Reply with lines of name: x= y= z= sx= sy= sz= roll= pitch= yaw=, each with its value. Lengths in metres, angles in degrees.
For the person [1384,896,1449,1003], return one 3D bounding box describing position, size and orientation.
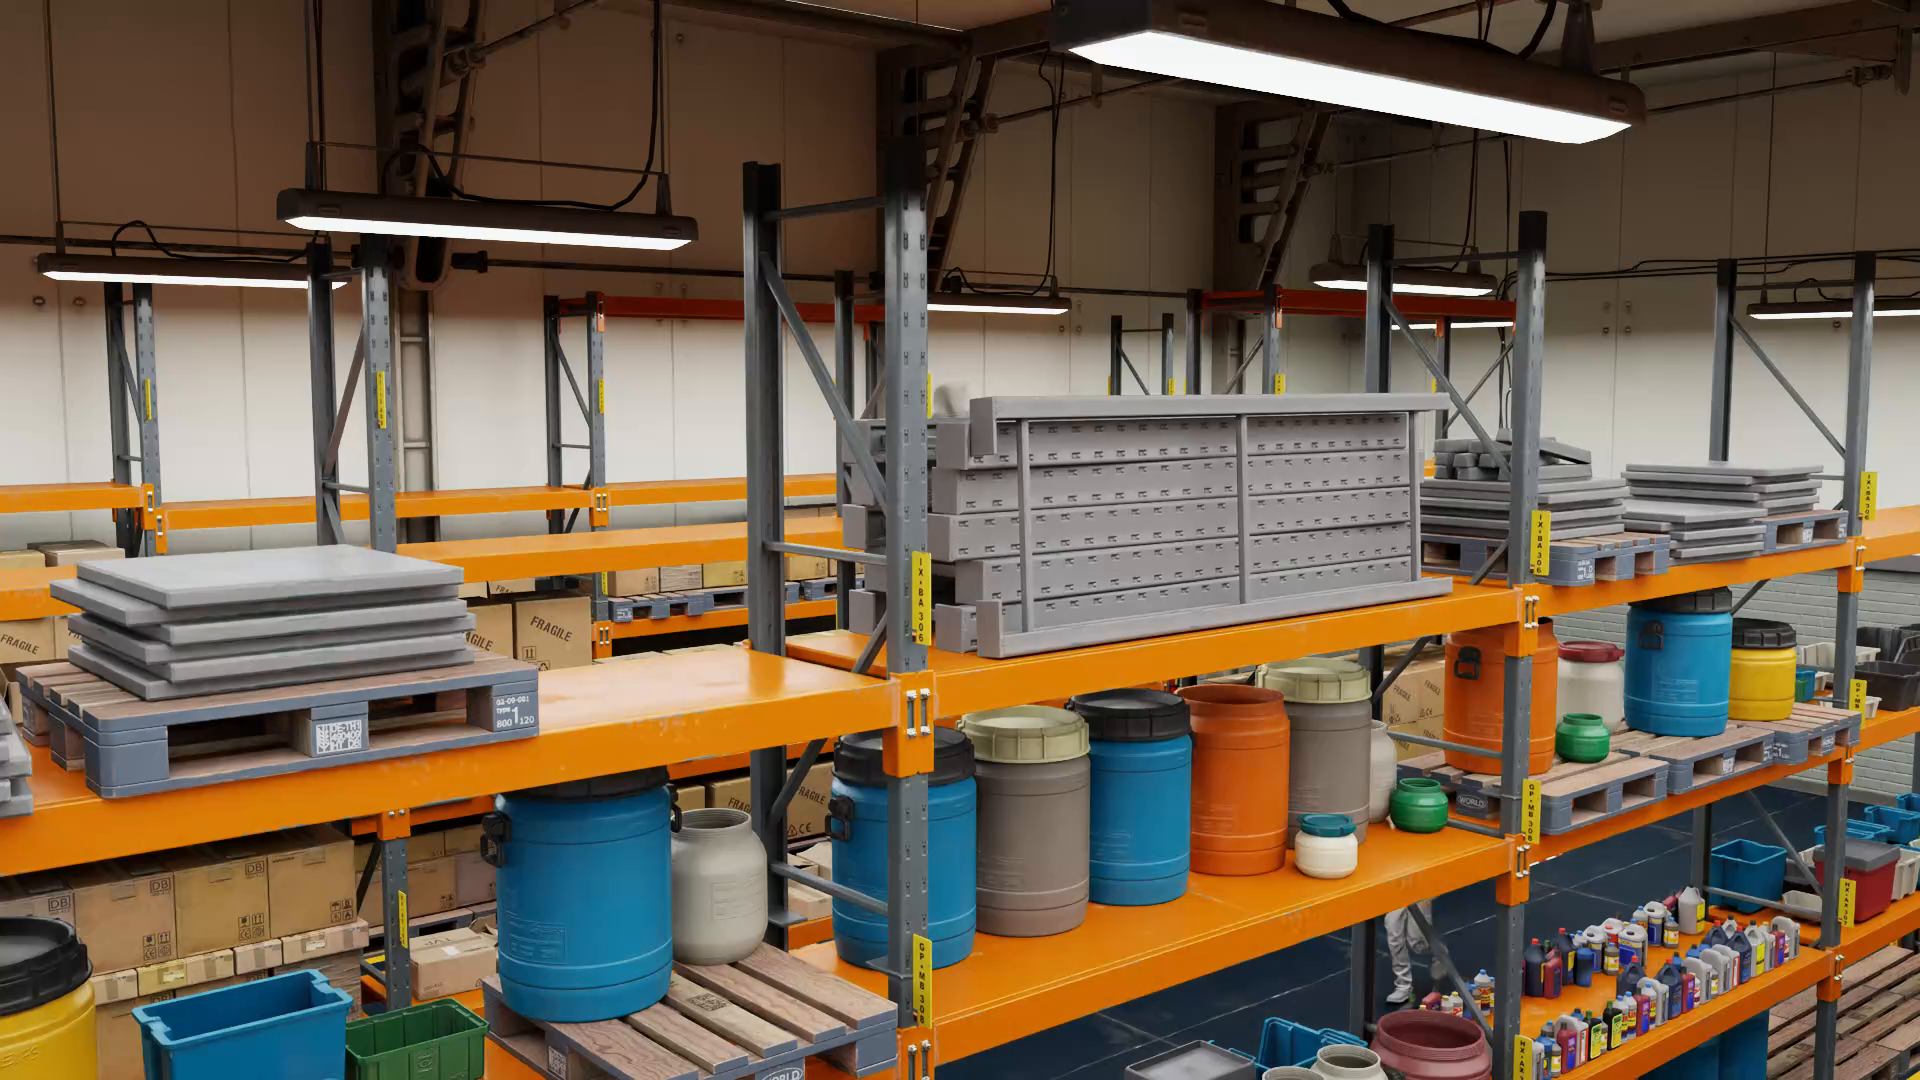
person: x=3.787 y=2.962 z=13.952 sx=0.713 sy=1.749 sz=0.743 roll=5 pitch=7 yaw=43
